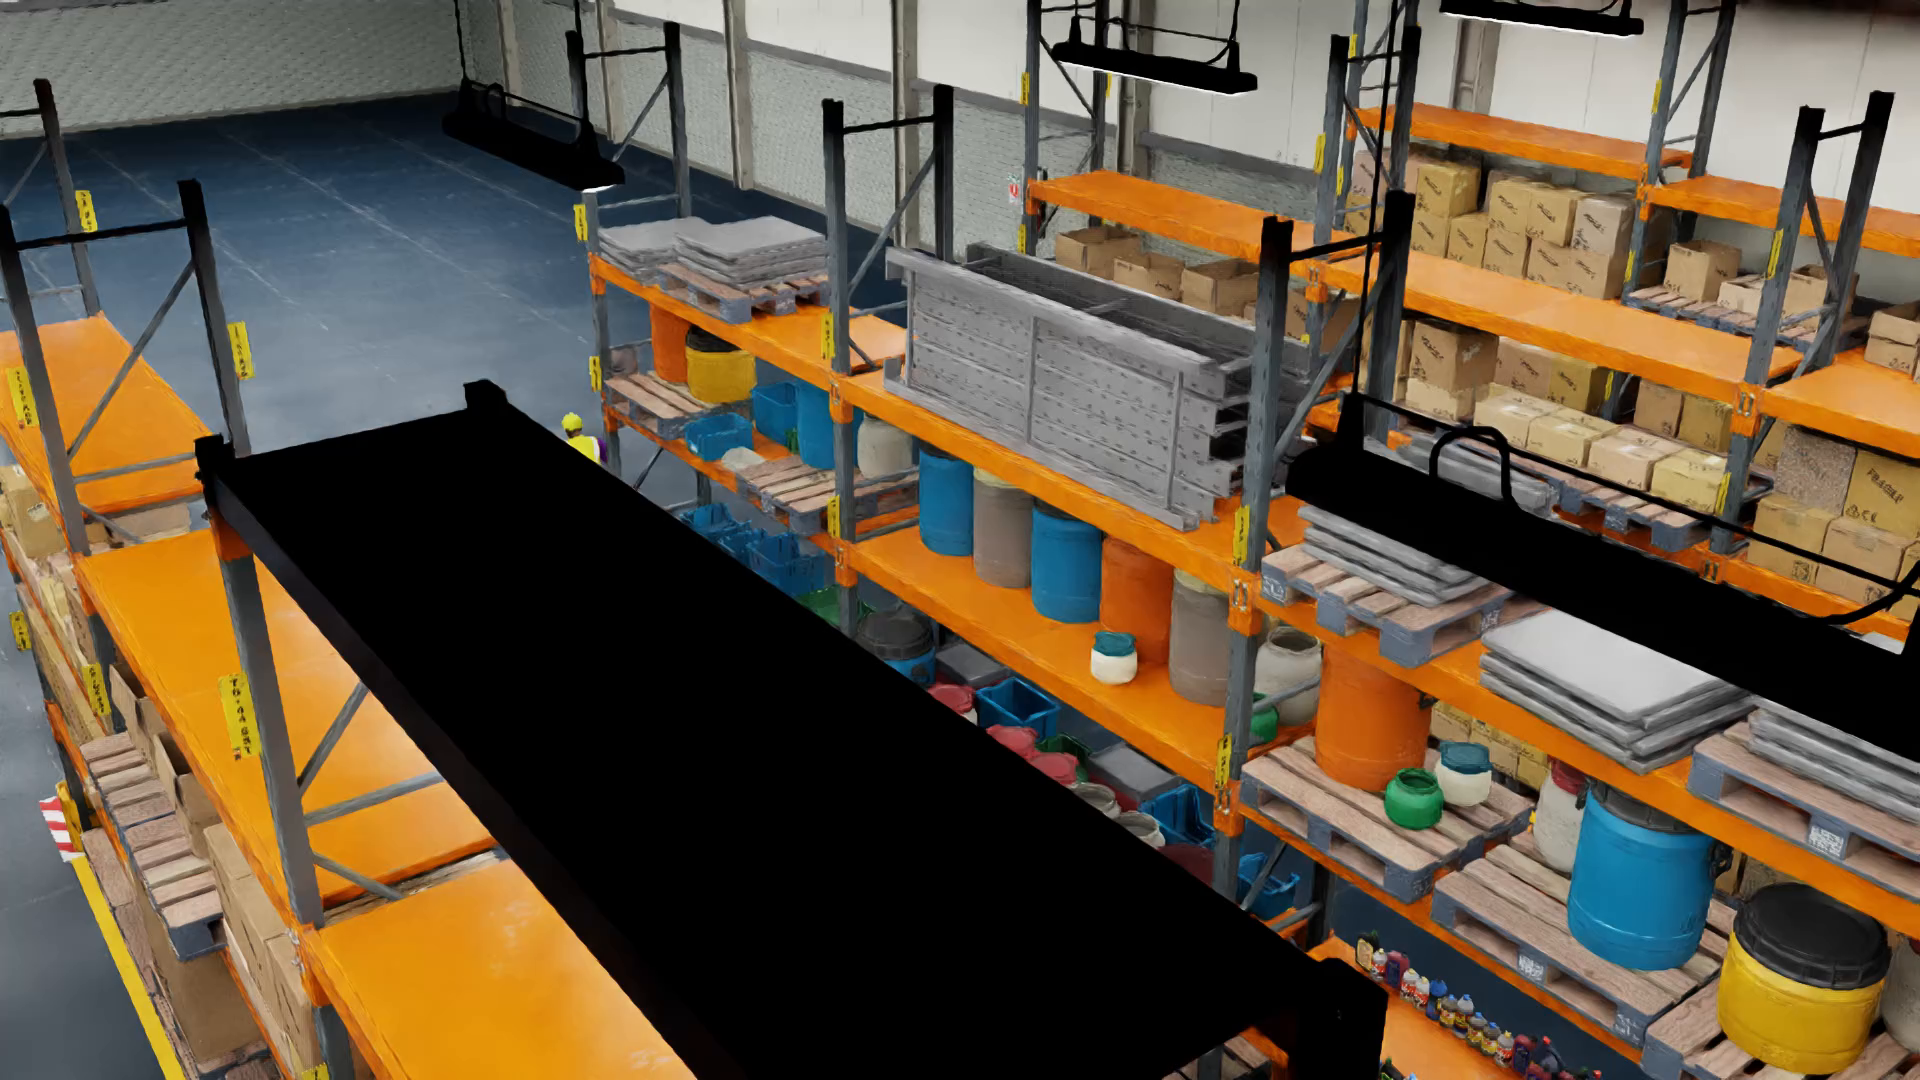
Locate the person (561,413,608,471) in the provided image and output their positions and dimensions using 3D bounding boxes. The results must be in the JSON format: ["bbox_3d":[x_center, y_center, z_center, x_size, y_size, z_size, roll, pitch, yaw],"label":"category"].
[{"bbox_3d":[-4.089,-0.541,18.134,0.719,1.714,0.578,-18,30,-34],"label":"person"}]
